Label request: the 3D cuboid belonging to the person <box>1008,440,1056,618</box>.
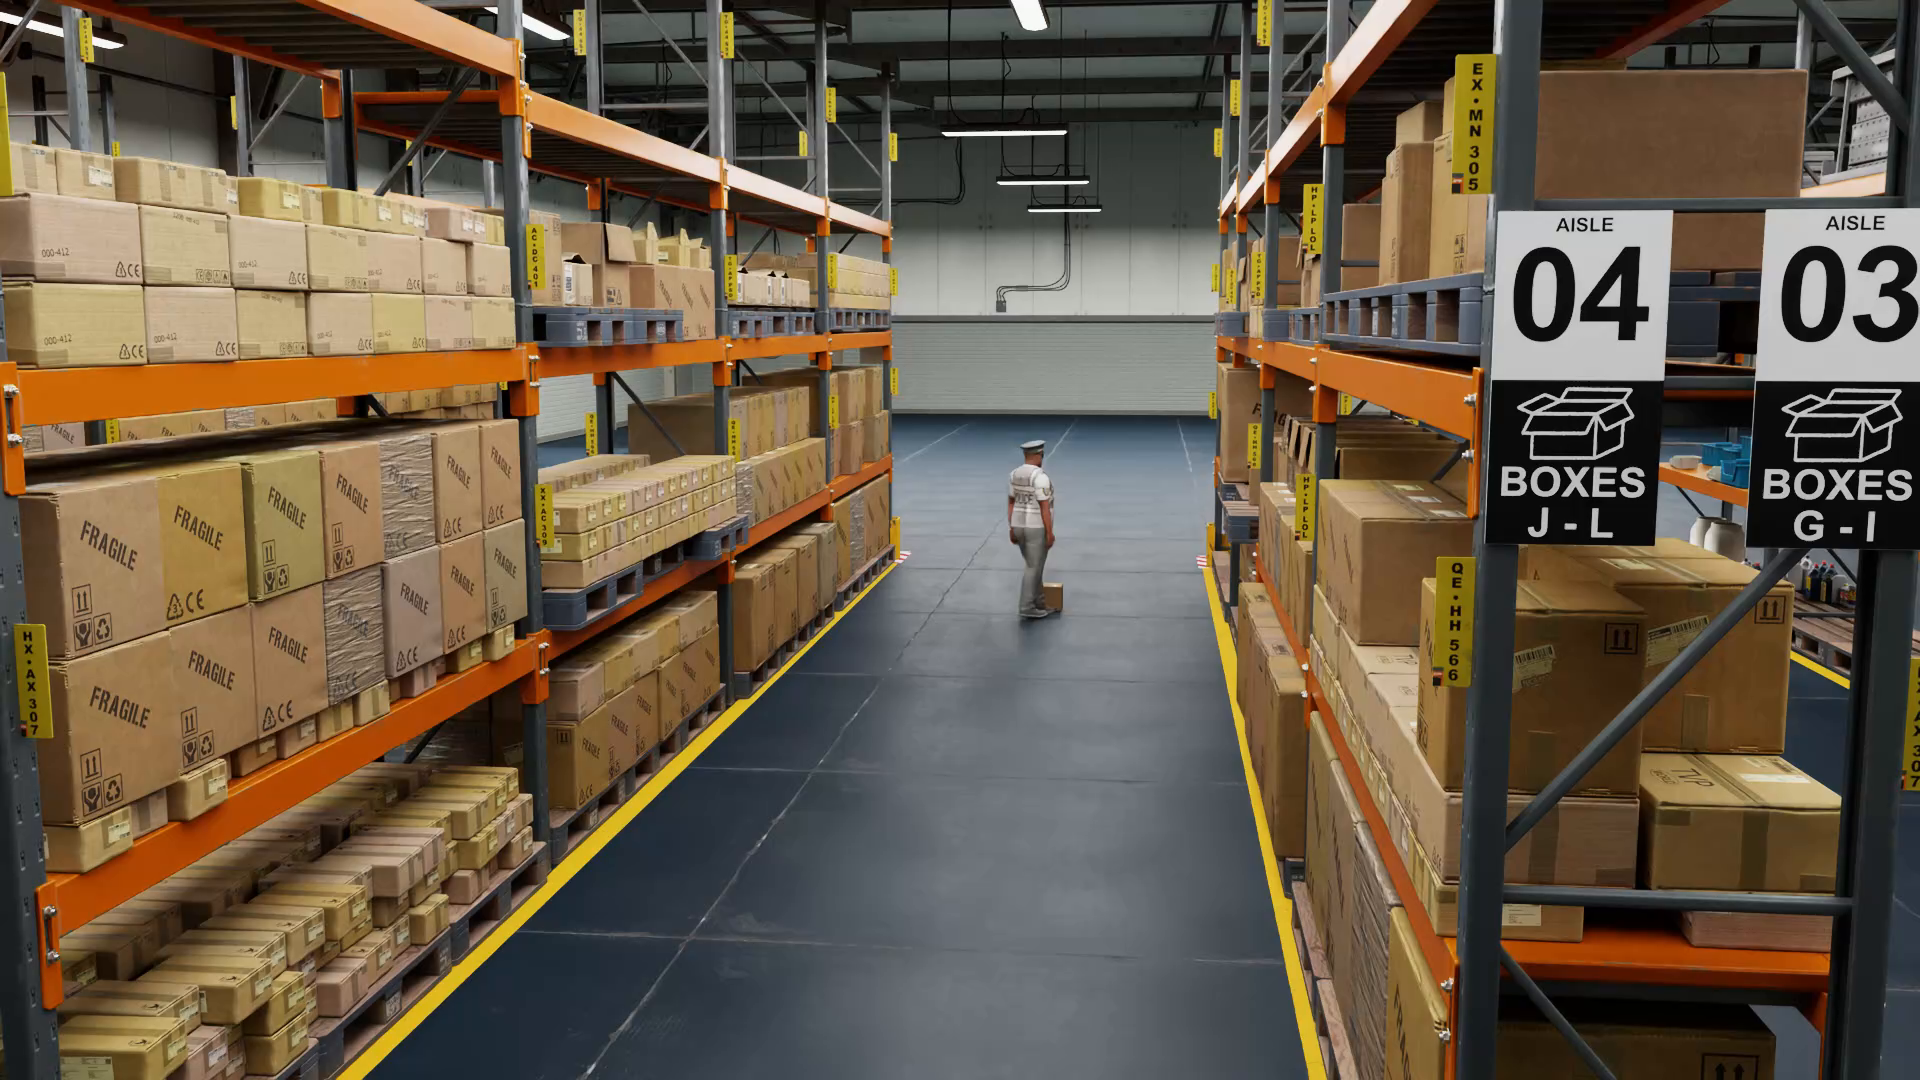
[{"bbox_3d":[0.805,-0.106,16.536,0.594,1.771,0.551,-5,9,-35],"label":"person"}]
